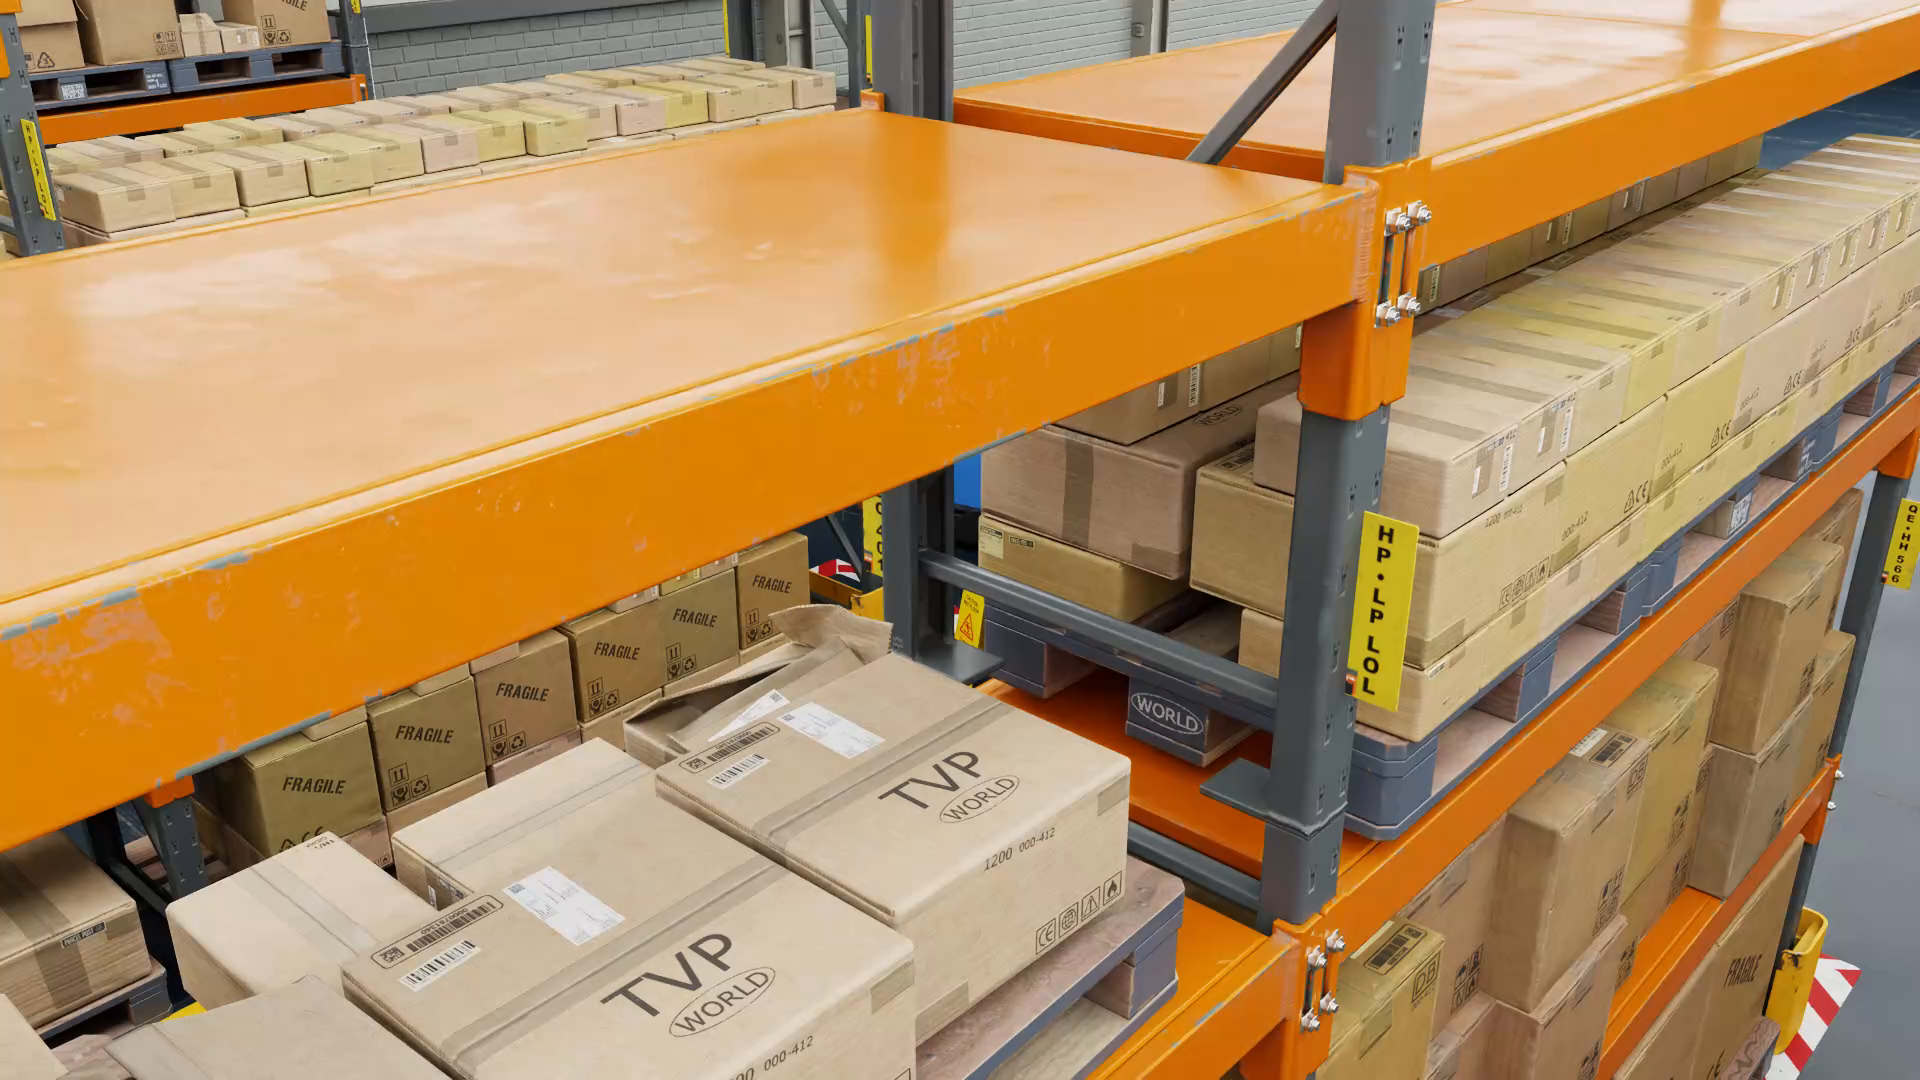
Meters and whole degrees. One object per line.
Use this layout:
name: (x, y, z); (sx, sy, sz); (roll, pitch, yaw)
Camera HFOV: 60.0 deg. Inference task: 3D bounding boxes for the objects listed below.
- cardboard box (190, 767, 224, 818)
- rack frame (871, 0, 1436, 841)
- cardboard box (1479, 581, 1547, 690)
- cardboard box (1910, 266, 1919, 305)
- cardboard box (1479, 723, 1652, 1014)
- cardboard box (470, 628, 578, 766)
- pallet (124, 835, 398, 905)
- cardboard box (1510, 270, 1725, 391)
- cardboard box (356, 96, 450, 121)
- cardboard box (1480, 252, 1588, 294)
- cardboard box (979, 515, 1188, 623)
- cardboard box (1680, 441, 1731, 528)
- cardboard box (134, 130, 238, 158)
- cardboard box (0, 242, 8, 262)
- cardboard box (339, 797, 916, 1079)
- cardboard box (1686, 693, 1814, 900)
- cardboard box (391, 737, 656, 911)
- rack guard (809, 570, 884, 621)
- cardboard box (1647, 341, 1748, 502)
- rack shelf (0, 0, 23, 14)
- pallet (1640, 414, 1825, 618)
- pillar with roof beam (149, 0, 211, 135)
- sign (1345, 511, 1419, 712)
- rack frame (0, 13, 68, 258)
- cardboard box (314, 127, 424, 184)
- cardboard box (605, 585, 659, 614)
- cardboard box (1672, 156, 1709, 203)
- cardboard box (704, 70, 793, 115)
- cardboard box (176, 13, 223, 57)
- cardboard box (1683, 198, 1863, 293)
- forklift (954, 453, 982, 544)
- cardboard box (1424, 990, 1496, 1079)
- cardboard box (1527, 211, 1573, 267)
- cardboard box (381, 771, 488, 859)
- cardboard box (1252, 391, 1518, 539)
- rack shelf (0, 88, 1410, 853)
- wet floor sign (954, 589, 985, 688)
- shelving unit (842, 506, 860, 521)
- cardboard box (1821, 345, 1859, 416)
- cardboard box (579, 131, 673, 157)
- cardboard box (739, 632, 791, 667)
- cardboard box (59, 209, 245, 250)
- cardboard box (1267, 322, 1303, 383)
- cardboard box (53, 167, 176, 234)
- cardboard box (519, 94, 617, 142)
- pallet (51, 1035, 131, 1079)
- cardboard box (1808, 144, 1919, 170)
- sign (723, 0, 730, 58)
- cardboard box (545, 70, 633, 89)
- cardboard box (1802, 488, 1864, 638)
cardboard box: (-3.303, 0.865, 7.586); (0.500, 0.500, 0.500); (20, 31, 37)
rack frame: (0.255, -1.019, 2.524); (1.000, 3.000, 0.127); (20, 31, 38)
cardboard box: (0.923, 0.129, 3.300); (0.380, 0.149, 0.250); (20, 31, 38)
cardboard box: (2.806, -0.948, 5.216); (0.500, 0.250, 0.500); (21, 31, 38)
cardboard box: (1.270, 0.728, 4.457); (0.875, 0.550, 0.550); (20, 31, 38)
cardboard box: (-2.208, 0.688, 7.979); (0.500, 0.500, 0.500); (22, 32, 40)
pallet: (-3.077, 1.456, 7.746); (1.003, 0.211, 1.213); (20, 31, 38)
cardboard box: (1.430, -0.466, 3.654); (0.380, 0.149, 0.250); (21, 31, 38)
cardboard box: (-2.486, -1.875, 7.432); (0.380, 0.149, 0.250); (21, 31, 38)
cardboard box: (1.402, -0.635, 4.518); (0.500, 0.250, 0.500); (20, 31, 37)
cardboard box: (0.260, 0.029, 3.525); (0.380, 0.149, 0.250); (20, 31, 37)
cardboard box: (1.600, -0.180, 3.990); (0.380, 0.149, 0.250); (20, 31, 38)
cardboard box: (-3.093, -1.532, 6.666); (0.380, 0.149, 0.250); (21, 32, 39)
cardboard box: (-6.091, -1.772, 10.256); (0.380, 0.149, 0.250); (20, 31, 37)
cardboard box: (-0.405, 0.617, 2.089); (0.500, 0.250, 0.500); (20, 31, 37)
cardboard box: (2.360, 0.730, 5.772); (0.875, 0.550, 0.550); (20, 31, 38)
cardboard box: (-0.622, 0.475, 2.529); (0.250, 0.149, 0.380); (20, 31, 38)
rack guard: (-0.880, 0.343, 9.875); (1.175, 0.500, 0.348); (20, 31, 38)
cardboard box: (1.462, -0.336, 3.850); (0.500, 0.250, 0.500); (20, 31, 37)
rack shelf: (-2.164, -2.620, 6.977); (1.077, 0.370, 4.000); (20, 31, 38)
pallet: (1.623, -0.226, 4.531); (1.003, 0.211, 1.213); (20, 31, 38)
pillar with roof beam: (-2.458, -3.771, 8.662); (9.100, 9.000, 0.400); (20, 31, 38)
sign: (0.666, 0.115, 2.644); (0.100, 0.325, 0.005); (20, 31, 38)
rack frame: (-3.498, -2.340, 5.470); (1.000, 3.000, 0.127); (20, 31, 38)
cardboard box: (-2.387, -1.555, 6.717); (0.380, 0.149, 0.250); (19, 30, 36)
cardboard box: (-1.712, 0.205, 8.265); (0.380, 0.149, 0.250); (22, 32, 40)
cardboard box: (2.127, -1.187, 5.261); (0.380, 0.149, 0.250); (20, 31, 37)
cardboard box: (-1.035, -2.187, 8.128); (0.380, 0.149, 0.250); (21, 31, 38)
cardboard box: (-5.024, -3.307, 10.823); (0.396, 0.266, 0.258); (20, 31, 38)
cardboard box: (2.104, -0.773, 4.338); (0.380, 0.149, 0.250); (20, 31, 37)
forklift: (1.007, -1.300, 10.567); (3.031, 2.935, 1.130); (13, 27, 26)
cardboard box: (0.843, 1.360, 4.366); (0.875, 0.550, 0.550); (20, 31, 38)
cardboard box: (1.445, -0.876, 4.567); (0.380, 0.149, 0.250); (21, 31, 38)
cardboard box: (-2.556, 1.189, 7.780); (0.500, 0.250, 0.500); (-22, 32, -40)
cardboard box: (0.751, -0.155, 2.960); (0.380, 0.149, 0.250); (20, 31, 38)
rack shelf: (-1.080, 0.101, 1.394); (1.077, 0.370, 4.000); (20, 31, 38)
wet floor sign: (0.095, 0.487, 9.374); (0.232, 0.644, 0.267); (-12, 27, -25)
shelving unit: (-0.665, -0.569, 11.417); (0.258, 0.900, 0.210); (13, 28, 27)
cardboard box: (2.276, -0.488, 4.677); (0.380, 0.149, 0.250); (20, 31, 37)
cardboard box: (-1.649, -1.715, 7.563); (0.500, 0.250, 0.500); (21, 32, 39)
cardboard box: (-1.184, 0.569, 9.162); (0.500, 0.250, 0.500); (20, 31, 37)
cardboard box: (-3.001, -1.098, 6.186); (0.500, 0.250, 0.500); (19, 31, 36)
cardboard box: (0.599, -0.489, 3.704); (0.380, 0.149, 0.250); (20, 31, 37)
cardboard box: (-3.045, -1.227, 5.987); (0.380, 0.149, 0.250); (19, 31, 37)
cardboard box: (-1.762, -1.896, 7.479); (0.380, 0.149, 0.250); (19, 30, 36)
pallet: (-1.280, 1.102, 1.690); (1.003, 0.211, 1.213); (22, 32, 40)
cardboard box: (2.785, -1.085, 5.033); (0.380, 0.149, 0.250); (20, 31, 38)
sign: (-1.233, -2.737, 8.953); (0.100, 0.325, 0.005); (20, 31, 38)
cardboard box: (-1.810, -2.190, 8.134); (0.380, 0.149, 0.250); (20, 31, 37)
cardboard box: (2.648, 0.041, 5.989); (0.875, 0.550, 0.550); (20, 31, 38)
